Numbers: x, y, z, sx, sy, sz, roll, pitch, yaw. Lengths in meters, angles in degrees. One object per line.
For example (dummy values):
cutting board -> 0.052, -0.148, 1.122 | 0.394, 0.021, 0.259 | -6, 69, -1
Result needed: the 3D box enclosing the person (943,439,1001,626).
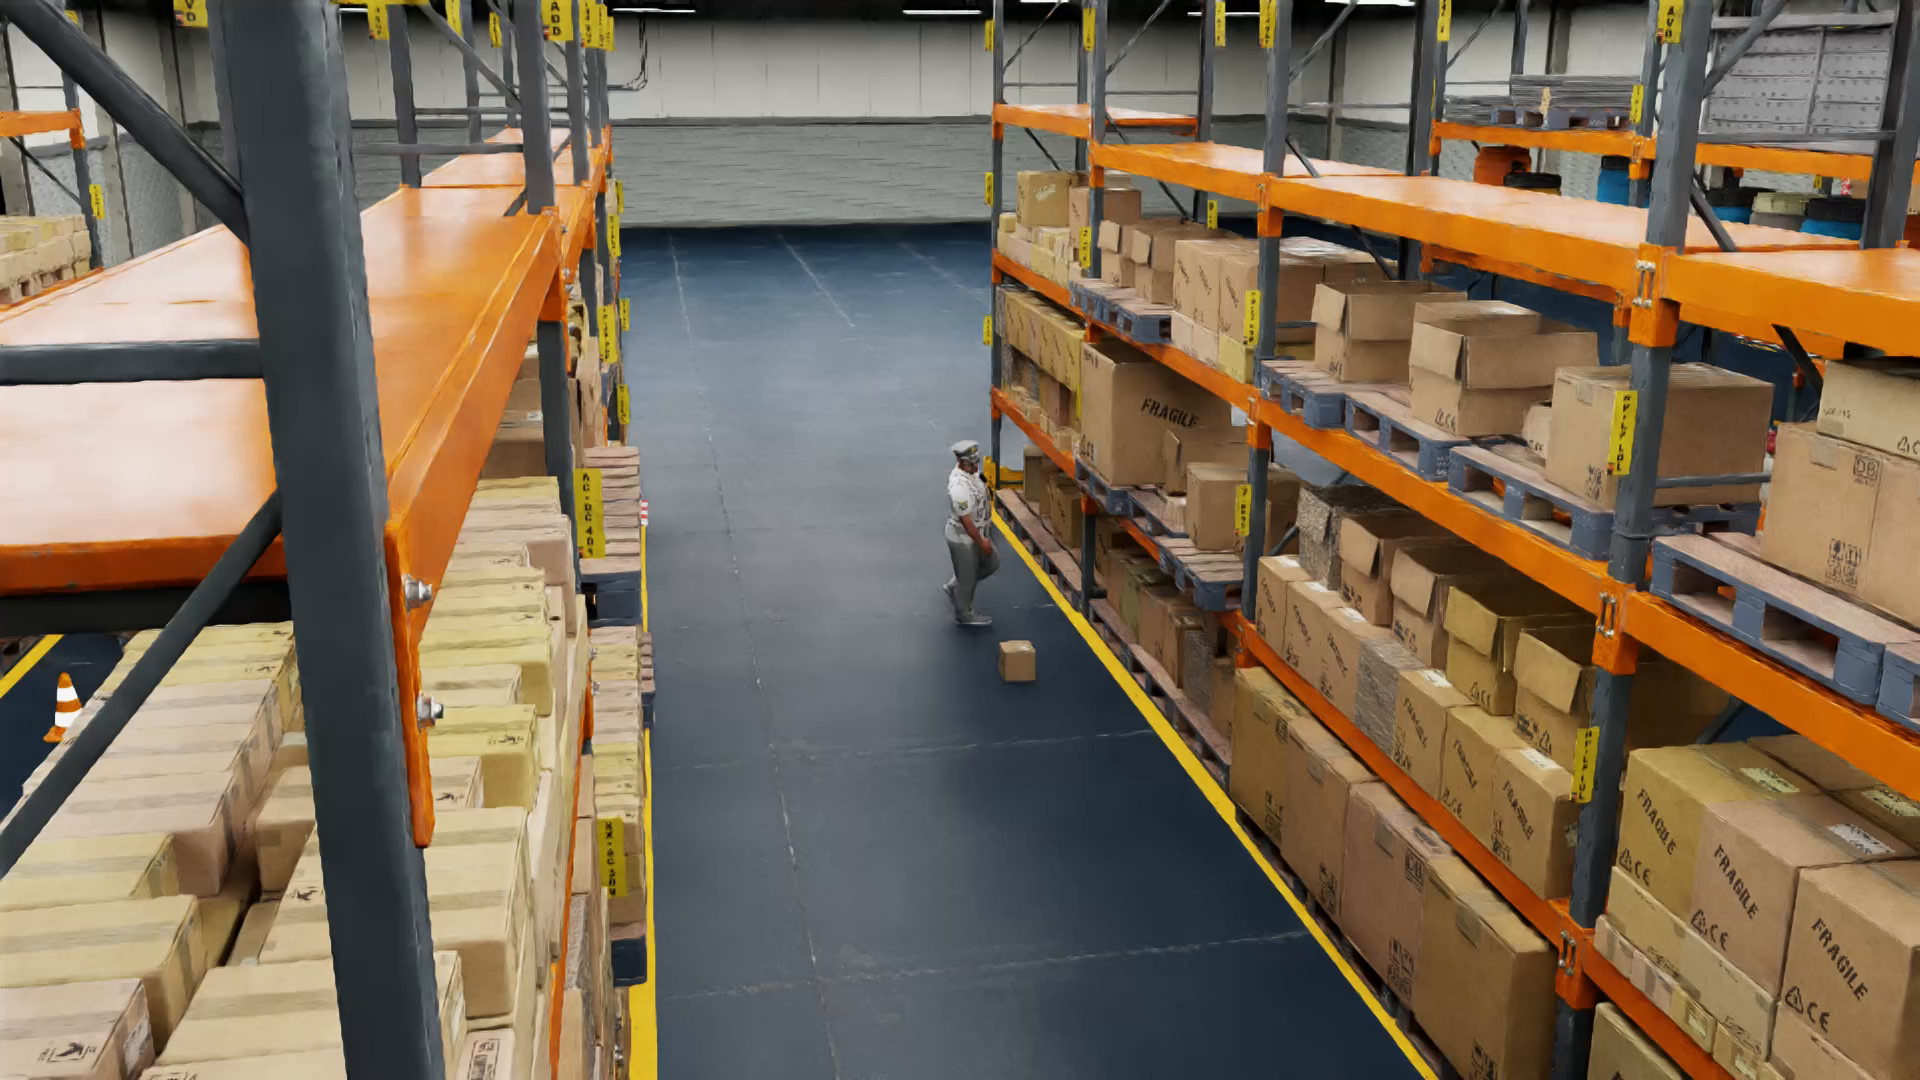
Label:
person -> 0.056, -0.054, 14.216 | 0.517, 1.706, 0.710 | 3, 17, 11
